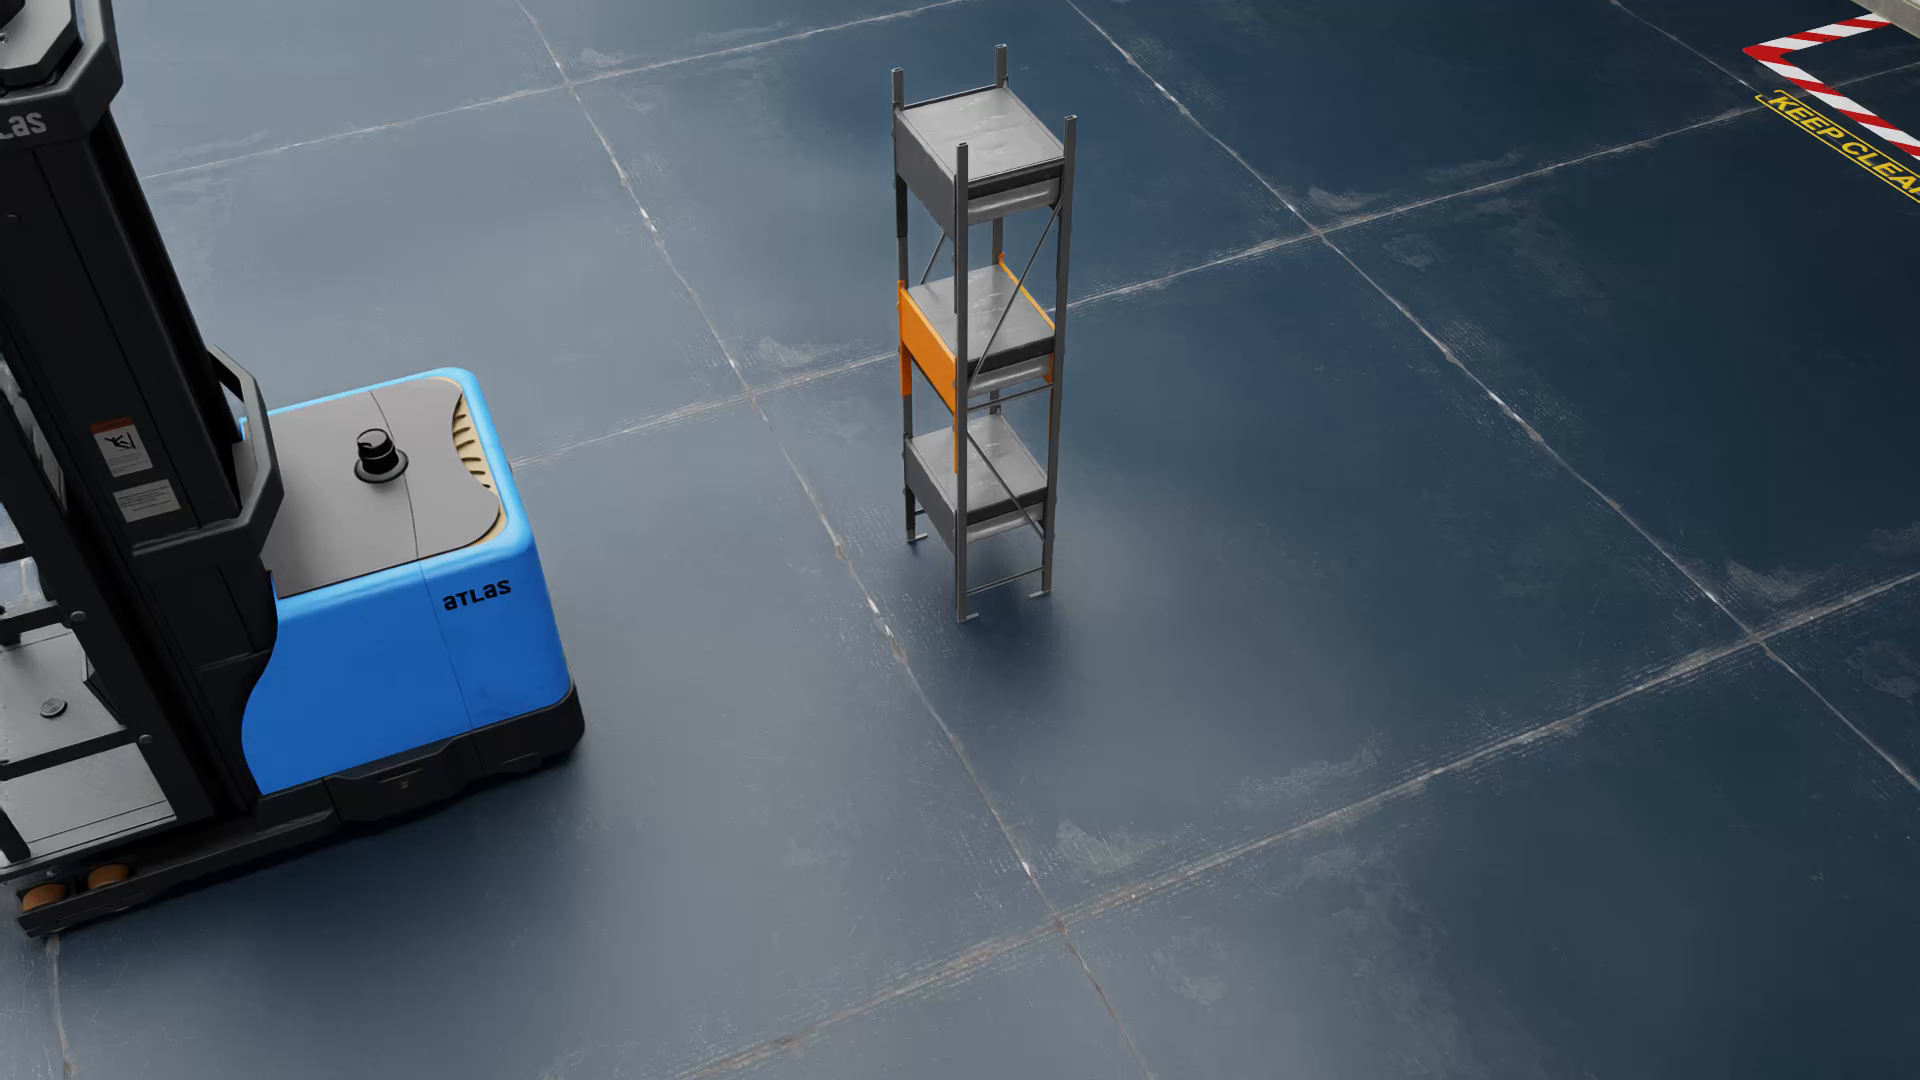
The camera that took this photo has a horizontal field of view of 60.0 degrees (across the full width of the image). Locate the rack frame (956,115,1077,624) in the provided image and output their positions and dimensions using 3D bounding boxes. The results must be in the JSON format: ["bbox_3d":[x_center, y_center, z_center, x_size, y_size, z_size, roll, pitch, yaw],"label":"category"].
[{"bbox_3d":[0.172,-0.486,5.748,0.400,2.100,0.015,-18,47,-17],"label":"rack frame"}]

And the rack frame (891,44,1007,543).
[{"bbox_3d":[-0.033,-0.797,6.063,0.400,2.100,0.015,-18,47,-17],"label":"rack frame"}]

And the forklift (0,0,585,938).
[{"bbox_3d":[-2.909,-0.184,4.850,3.031,2.935,1.130,-17,47,-17],"label":"forklift"}]

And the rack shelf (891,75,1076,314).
[{"bbox_3d":[0.070,-1.130,5.424,0.431,0.518,0.480,-18,47,-17],"label":"rack shelf"}]

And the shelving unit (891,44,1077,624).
[{"bbox_3d":[0.070,-0.642,5.906,0.431,2.100,0.503,-18,47,-17],"label":"shelving unit"}]

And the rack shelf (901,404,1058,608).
[{"bbox_3d":[0.070,-0.134,6.407,0.431,0.518,0.480,-18,47,-17],"label":"rack shelf"}]

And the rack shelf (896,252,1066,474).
[{"bbox_3d":[0.070,-0.632,5.915,0.431,0.518,0.480,-18,47,-17],"label":"rack shelf"}]
